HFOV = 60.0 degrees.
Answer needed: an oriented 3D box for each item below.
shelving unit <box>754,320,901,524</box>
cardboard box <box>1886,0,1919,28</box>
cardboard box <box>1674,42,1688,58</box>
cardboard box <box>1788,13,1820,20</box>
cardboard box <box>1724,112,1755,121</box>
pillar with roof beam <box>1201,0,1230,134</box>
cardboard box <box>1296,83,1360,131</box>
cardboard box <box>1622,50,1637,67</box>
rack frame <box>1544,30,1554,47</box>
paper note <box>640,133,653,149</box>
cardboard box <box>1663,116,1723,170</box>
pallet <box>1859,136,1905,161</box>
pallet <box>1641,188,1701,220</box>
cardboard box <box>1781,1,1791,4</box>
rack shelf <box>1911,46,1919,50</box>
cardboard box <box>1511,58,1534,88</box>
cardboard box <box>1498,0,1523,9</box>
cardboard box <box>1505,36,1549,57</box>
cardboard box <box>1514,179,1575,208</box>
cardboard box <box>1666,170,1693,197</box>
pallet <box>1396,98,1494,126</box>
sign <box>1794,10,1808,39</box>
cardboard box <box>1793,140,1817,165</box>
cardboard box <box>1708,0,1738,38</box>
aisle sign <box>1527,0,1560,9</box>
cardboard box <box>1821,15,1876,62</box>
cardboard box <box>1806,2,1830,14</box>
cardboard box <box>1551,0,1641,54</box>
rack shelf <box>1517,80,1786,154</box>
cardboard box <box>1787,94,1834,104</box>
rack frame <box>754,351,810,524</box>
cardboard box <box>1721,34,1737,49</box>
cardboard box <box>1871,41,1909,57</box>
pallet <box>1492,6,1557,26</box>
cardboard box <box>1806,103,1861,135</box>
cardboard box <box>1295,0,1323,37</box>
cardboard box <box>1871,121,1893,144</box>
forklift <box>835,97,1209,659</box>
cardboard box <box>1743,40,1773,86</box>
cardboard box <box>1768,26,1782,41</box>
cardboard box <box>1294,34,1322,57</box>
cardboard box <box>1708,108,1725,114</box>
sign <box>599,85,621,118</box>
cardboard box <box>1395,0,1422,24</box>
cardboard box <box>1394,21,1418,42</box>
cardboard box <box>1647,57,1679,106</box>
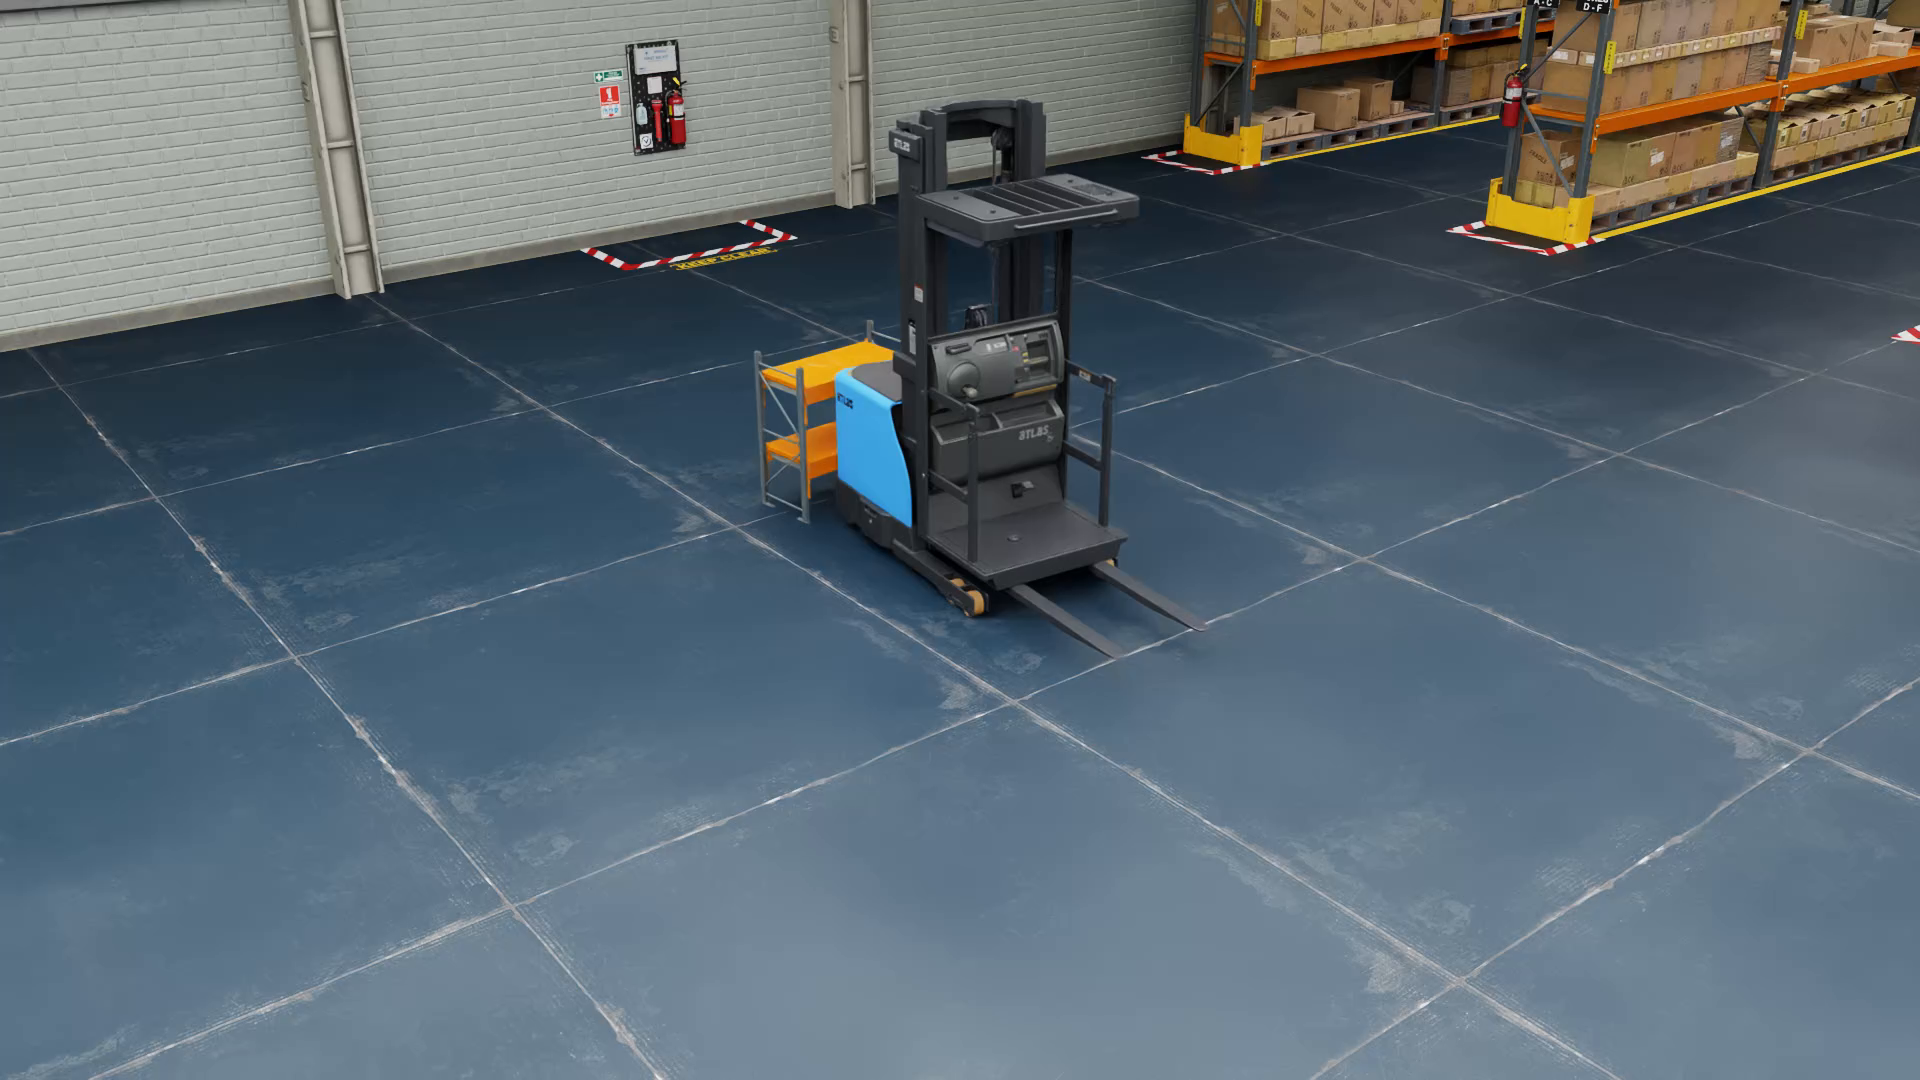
[{"bbox_3d":[-0.857,-0.852,11.749,1.048,1.125,0.538,-22,33,-39],"label":"shelving unit"},{"bbox_3d":[13.227,-7.355,22.916,0.700,0.500,0.500,15,29,29],"label":"cardboard box"},{"bbox_3d":[7.960,-5.545,18.746,0.250,0.149,0.380,-19,31,-35],"label":"cardboard box"},{"bbox_3d":[15.154,-9.348,30.299,0.500,0.500,0.700,-18,31,-34],"label":"cardboard box"},{"bbox_3d":[9.795,-5.277,21.158,0.500,0.311,0.500,-18,31,-34],"label":"cardboard box"},{"bbox_3d":[6.120,-8.243,18.322,0.400,9.000,9.100,-18,31,-34],"label":"pillar with roof beam"},{"bbox_3d":[5.103,-6.018,23.100,0.500,0.500,0.700,-21,32,-37],"label":"cardboard box"},{"bbox_3d":[7.154,-5.279,18.173,0.250,0.149,0.380,-19,31,-35],"label":"cardboard box"},{"bbox_3d":[9.741,-8.558,26.127,0.127,3.000,1.000,-18,31,-34],"label":"rack frame"},{"bbox_3d":[-3.408,-4.338,18.080,0.142,0.148,0.016,-18,31,-34],"label":"paper note"},{"bbox_3d":[8.632,-4.712,19.717,0.500,0.500,0.500,-18,31,-34],"label":"cardboard box"},{"bbox_3d":[12.129,-5.452,22.747,1.213,0.211,1.003,-18,31,-34],"label":"pallet"},{"bbox_3d":[8.041,-4.103,19.839,1.213,0.211,1.003,-18,31,-34],"label":"pallet"},{"bbox_3d":[15.125,-9.739,30.371,0.250,0.149,0.380,-18,30,-34],"label":"cardboard box"},{"bbox_3d":[14.375,-7.111,23.864,4.000,0.370,1.077,-18,31,-34],"label":"rack shelf"},{"bbox_3d":[8.356,-7.186,25.617,0.500,0.500,0.700,-18,31,-34],"label":"cardboard box"},{"bbox_3d":[7.958,-8.209,24.733,0.500,0.500,0.700,-14,28,-27],"label":"cardboard box"},{"bbox_3d":[8.720,-7.632,25.688,0.500,0.250,0.500,-18,30,-33],"label":"cardboard box"},{"bbox_3d":[6.745,-4.020,19.117,0.500,0.250,0.500,-18,31,-34],"label":"cardboard box"},{"bbox_3d":[8.246,-4.238,19.585,0.500,0.250,0.500,-18,31,-34],"label":"cardboard box"},{"bbox_3d":[7.206,-6.457,24.912,1.213,0.211,1.003,-18,31,-34],"label":"pallet"},{"bbox_3d":[9.997,-6.124,19.760,0.005,0.325,0.100,-18,31,-34],"label":"sign"},{"bbox_3d":[10.527,-4.977,21.179,0.500,0.250,0.500,-17,30,-33],"label":"cardboard box"},{"bbox_3d":[8.517,-6.134,19.244,0.500,0.500,0.700,-18,31,-34],"label":"cardboard box"},{"bbox_3d":[6.273,-6.099,17.741,0.004,0.787,0.394,-18,31,-34],"label":"aisle sign"},{"bbox_3d":[11.491,-6.522,21.621,0.500,0.500,0.500,-20,32,-37],"label":"cardboard box"},{"bbox_3d":[15.559,-9.678,30.241,0.250,0.149,0.380,-19,31,-35],"label":"cardboard box"},{"bbox_3d":[6.923,-5.604,18.103,0.500,0.500,0.700,-18,30,-34],"label":"cardboard box"},{"bbox_3d":[8.080,-5.033,19.386,4.000,0.370,1.077,-18,31,-34],"label":"rack shelf"},{"bbox_3d":[11.397,-5.806,22.298,0.500,0.311,0.500,-19,31,-35],"label":"cardboard box"},{"bbox_3d":[-1.224,-0.704,11.430,0.032,1.125,0.500,-22,33,-39],"label":"rack frame"},{"bbox_3d":[8.770,-5.813,19.323,0.250,0.149,0.380,-18,31,-34],"label":"cardboard box"},{"bbox_3d":[12.264,-6.479,21.945,0.250,0.149,0.380,-18,31,-34],"label":"cardboard box"},{"bbox_3d":[8.209,-7.943,25.030,1.213,0.211,1.003,-18,31,-34],"label":"pallet"},{"bbox_3d":[11.341,-5.501,21.641,0.500,0.311,0.500,-17,30,-33],"label":"cardboard box"},{"bbox_3d":[4.402,-6.911,21.841,0.500,0.500,0.500,-18,30,-34],"label":"cardboard box"},{"bbox_3d":[12.134,-5.509,22.324,0.500,0.250,0.500,-19,31,-35],"label":"cardboard box"},{"bbox_3d":[0.353,-1.080,10.095,1.130,2.935,3.031,-15,29,-29],"label":"forklift"},{"bbox_3d":[9.308,-5.807,20.080,0.500,0.500,0.700,-19,31,-35],"label":"cardboard box"},{"bbox_3d":[9.572,-6.077,19.891,0.250,0.149,0.380,-18,31,-34],"label":"cardboard box"},{"bbox_3d":[4.426,-6.582,22.024,0.500,0.250,0.500,-19,31,-36],"label":"cardboard box"},{"bbox_3d":[9.095,-5.146,20.651,0.500,0.500,0.500,-18,31,-34],"label":"cardboard box"},{"bbox_3d":[-3.725,-4.667,17.701,0.234,0.329,0.001,-18,31,-34],"label":"sign"},{"bbox_3d":[6.023,-7.443,22.989,0.500,0.500,0.500,-18,31,-34],"label":"cardboard box"},{"bbox_3d":[6.011,-7.110,23.161,0.500,0.250,0.500,-18,30,-34],"label":"cardboard box"},{"bbox_3d":[7.686,-5.267,18.917,0.500,0.500,0.700,-18,30,-34],"label":"cardboard box"}]
